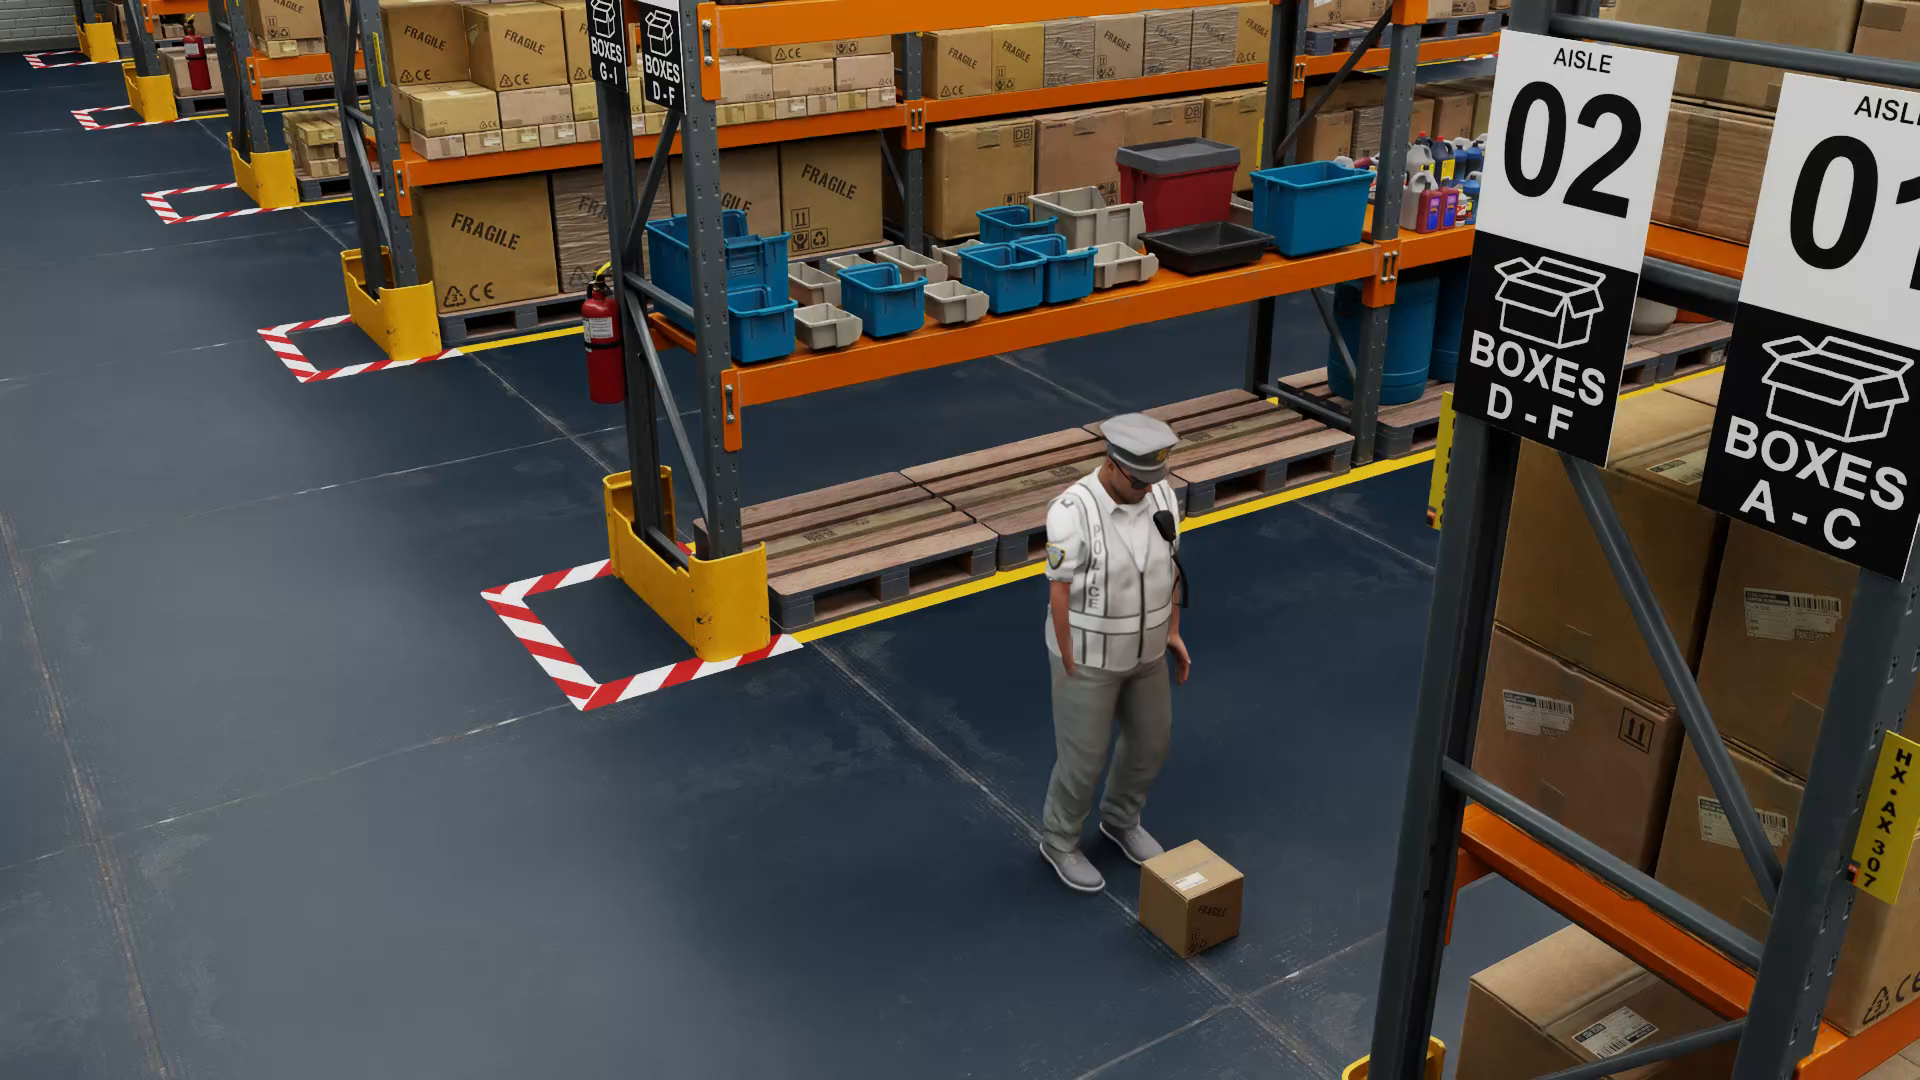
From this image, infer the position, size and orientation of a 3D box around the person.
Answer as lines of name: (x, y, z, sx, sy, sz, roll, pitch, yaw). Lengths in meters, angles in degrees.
person: (0.539, 0.383, 5.815, 0.538, 1.733, 0.392, -15, 29, -29)
